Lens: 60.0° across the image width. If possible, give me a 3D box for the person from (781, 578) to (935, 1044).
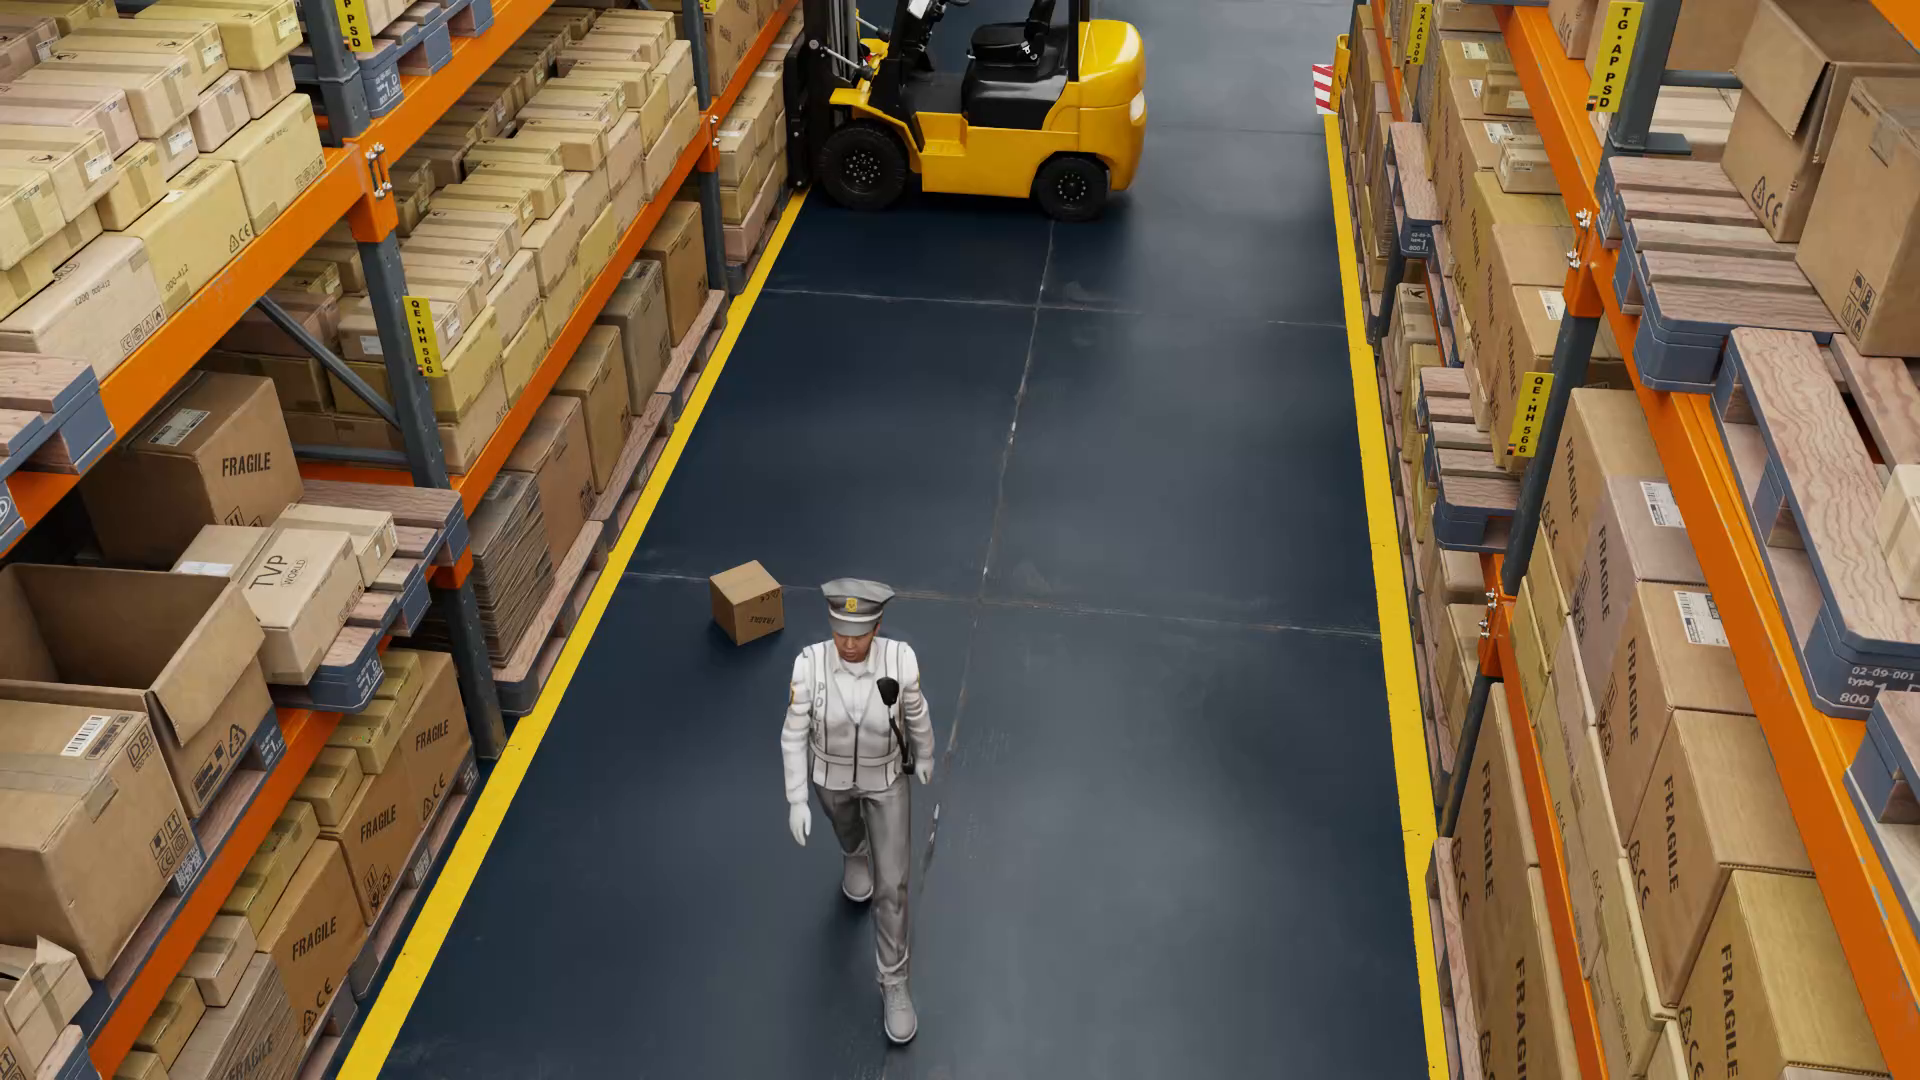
[{"bbox_3d":[-0.359,0.862,5.820,0.523,1.651,0.921,1,36,2],"label":"person"}]
